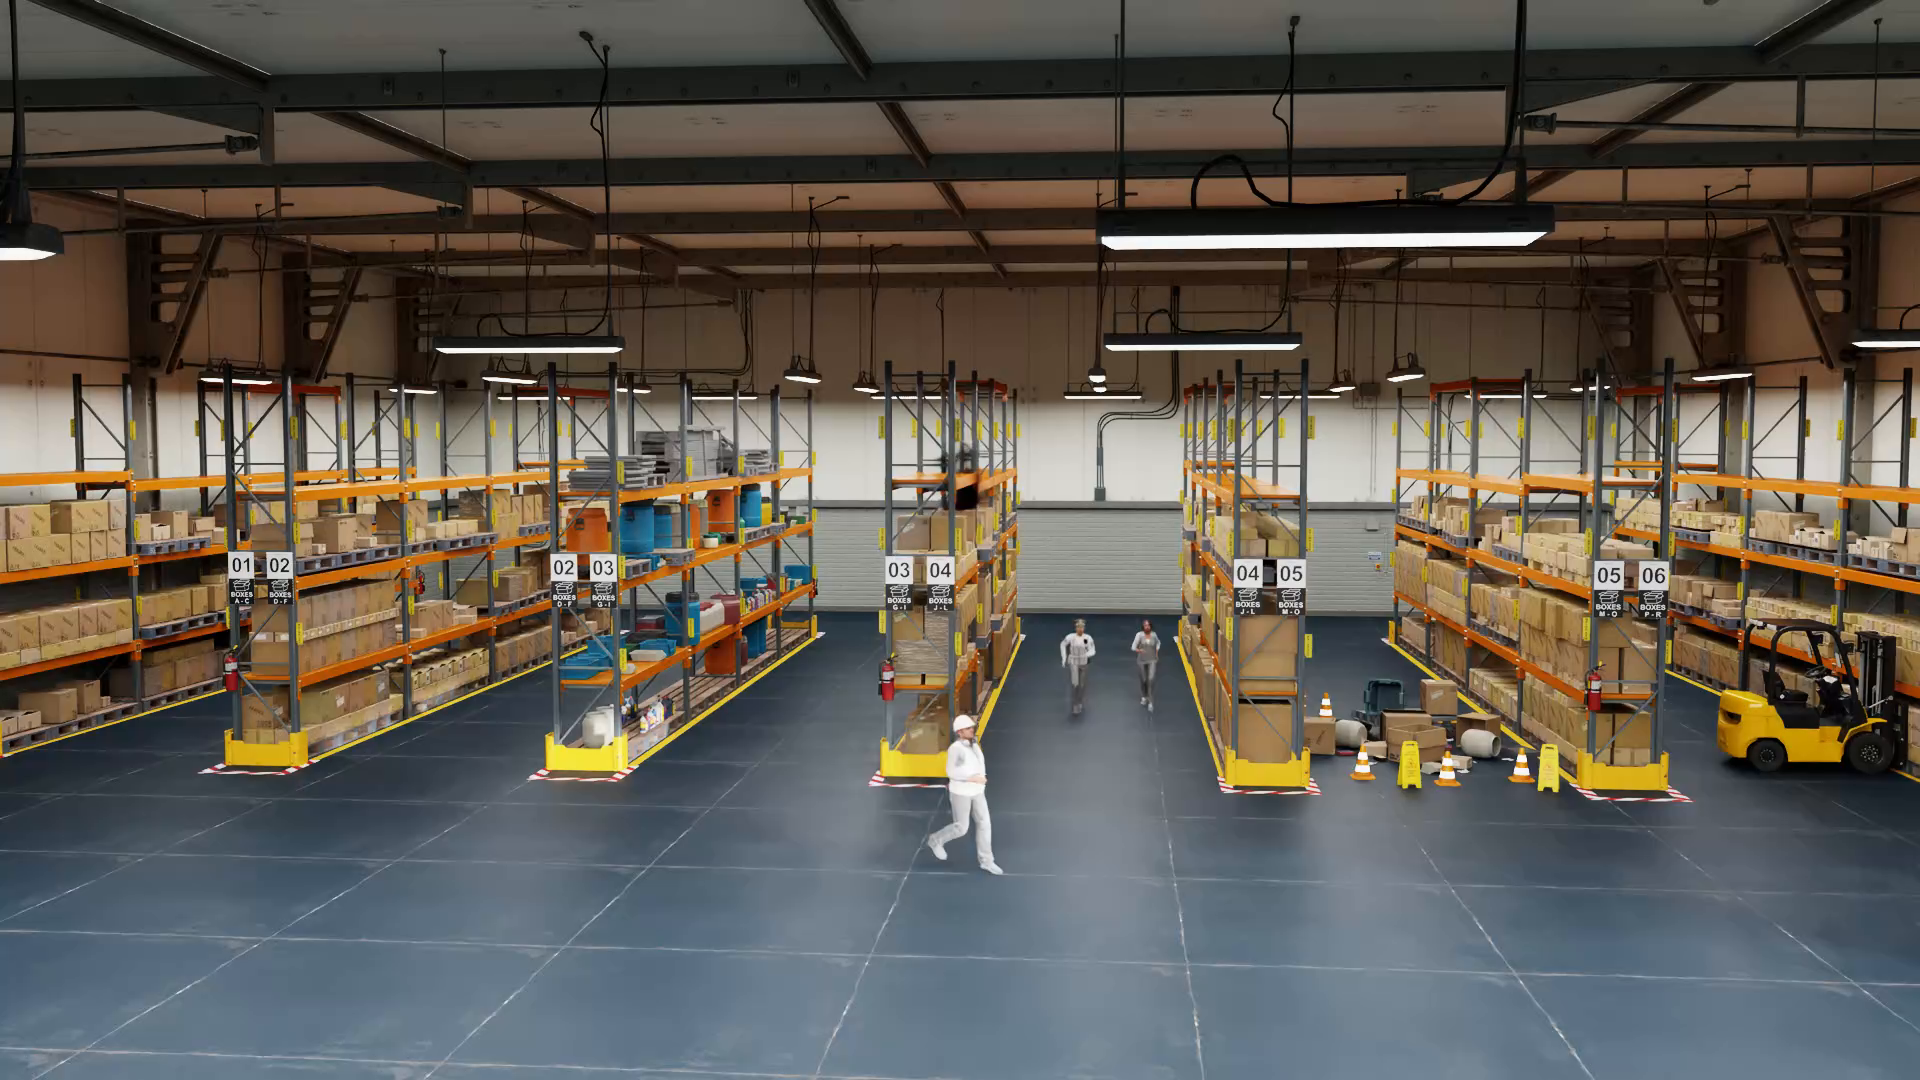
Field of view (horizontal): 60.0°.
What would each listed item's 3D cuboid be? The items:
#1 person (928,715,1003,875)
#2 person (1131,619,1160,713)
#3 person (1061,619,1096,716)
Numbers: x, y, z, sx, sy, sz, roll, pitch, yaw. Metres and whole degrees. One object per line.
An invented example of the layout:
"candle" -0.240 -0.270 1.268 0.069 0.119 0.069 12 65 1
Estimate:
"person" 0.068 2.873 18.903 0.963 1.778 0.673 3 5 36
"person" 3.344 2.233 29.907 0.526 1.628 0.774 0 4 4
"person" 2.095 2.237 29.341 0.574 1.709 0.772 0 4 -6
